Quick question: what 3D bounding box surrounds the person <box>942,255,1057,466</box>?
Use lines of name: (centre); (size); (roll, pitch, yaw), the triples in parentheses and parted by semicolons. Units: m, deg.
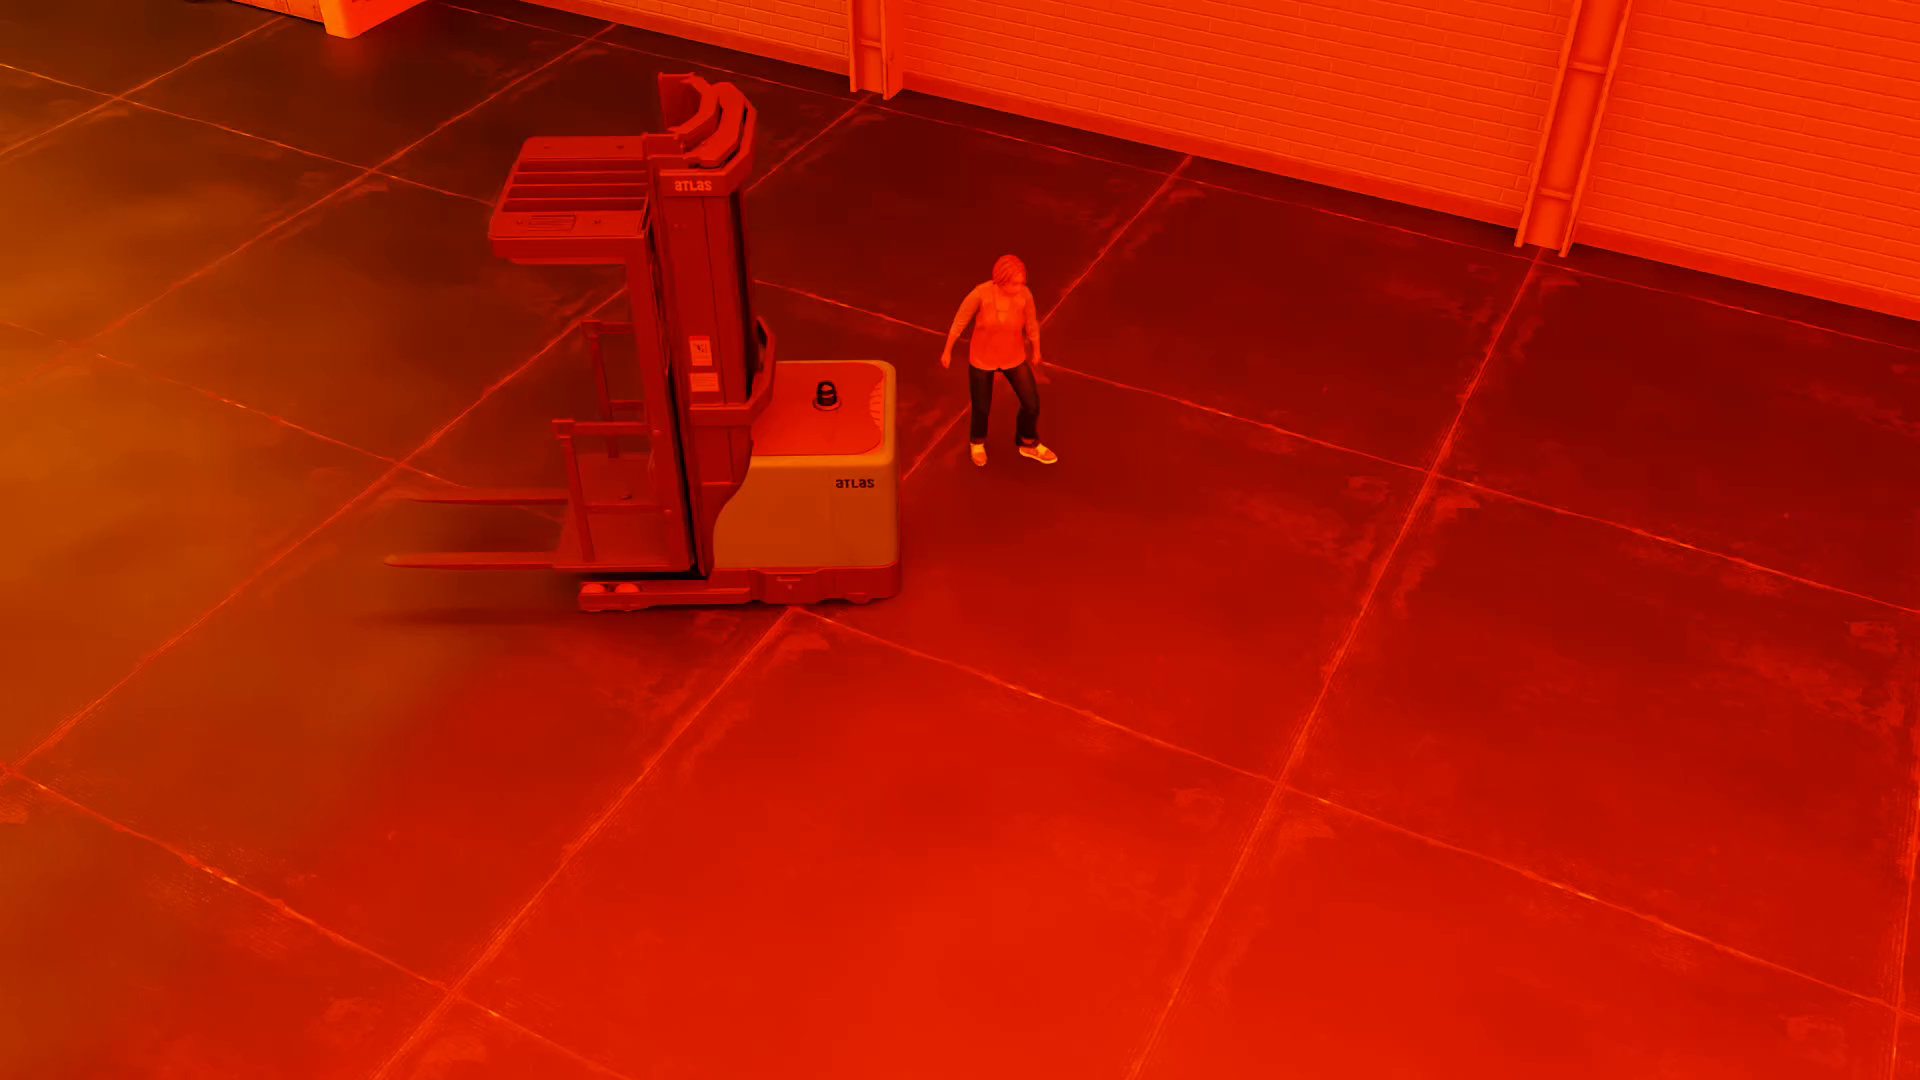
person: (0.257, -1.129, 10.412); (0.740, 1.570, 0.401); (-4, 40, -5)

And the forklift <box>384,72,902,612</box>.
forklift: (-1.873, -1.046, 9.228); (3.031, 2.935, 1.130); (-1, 40, -1)
